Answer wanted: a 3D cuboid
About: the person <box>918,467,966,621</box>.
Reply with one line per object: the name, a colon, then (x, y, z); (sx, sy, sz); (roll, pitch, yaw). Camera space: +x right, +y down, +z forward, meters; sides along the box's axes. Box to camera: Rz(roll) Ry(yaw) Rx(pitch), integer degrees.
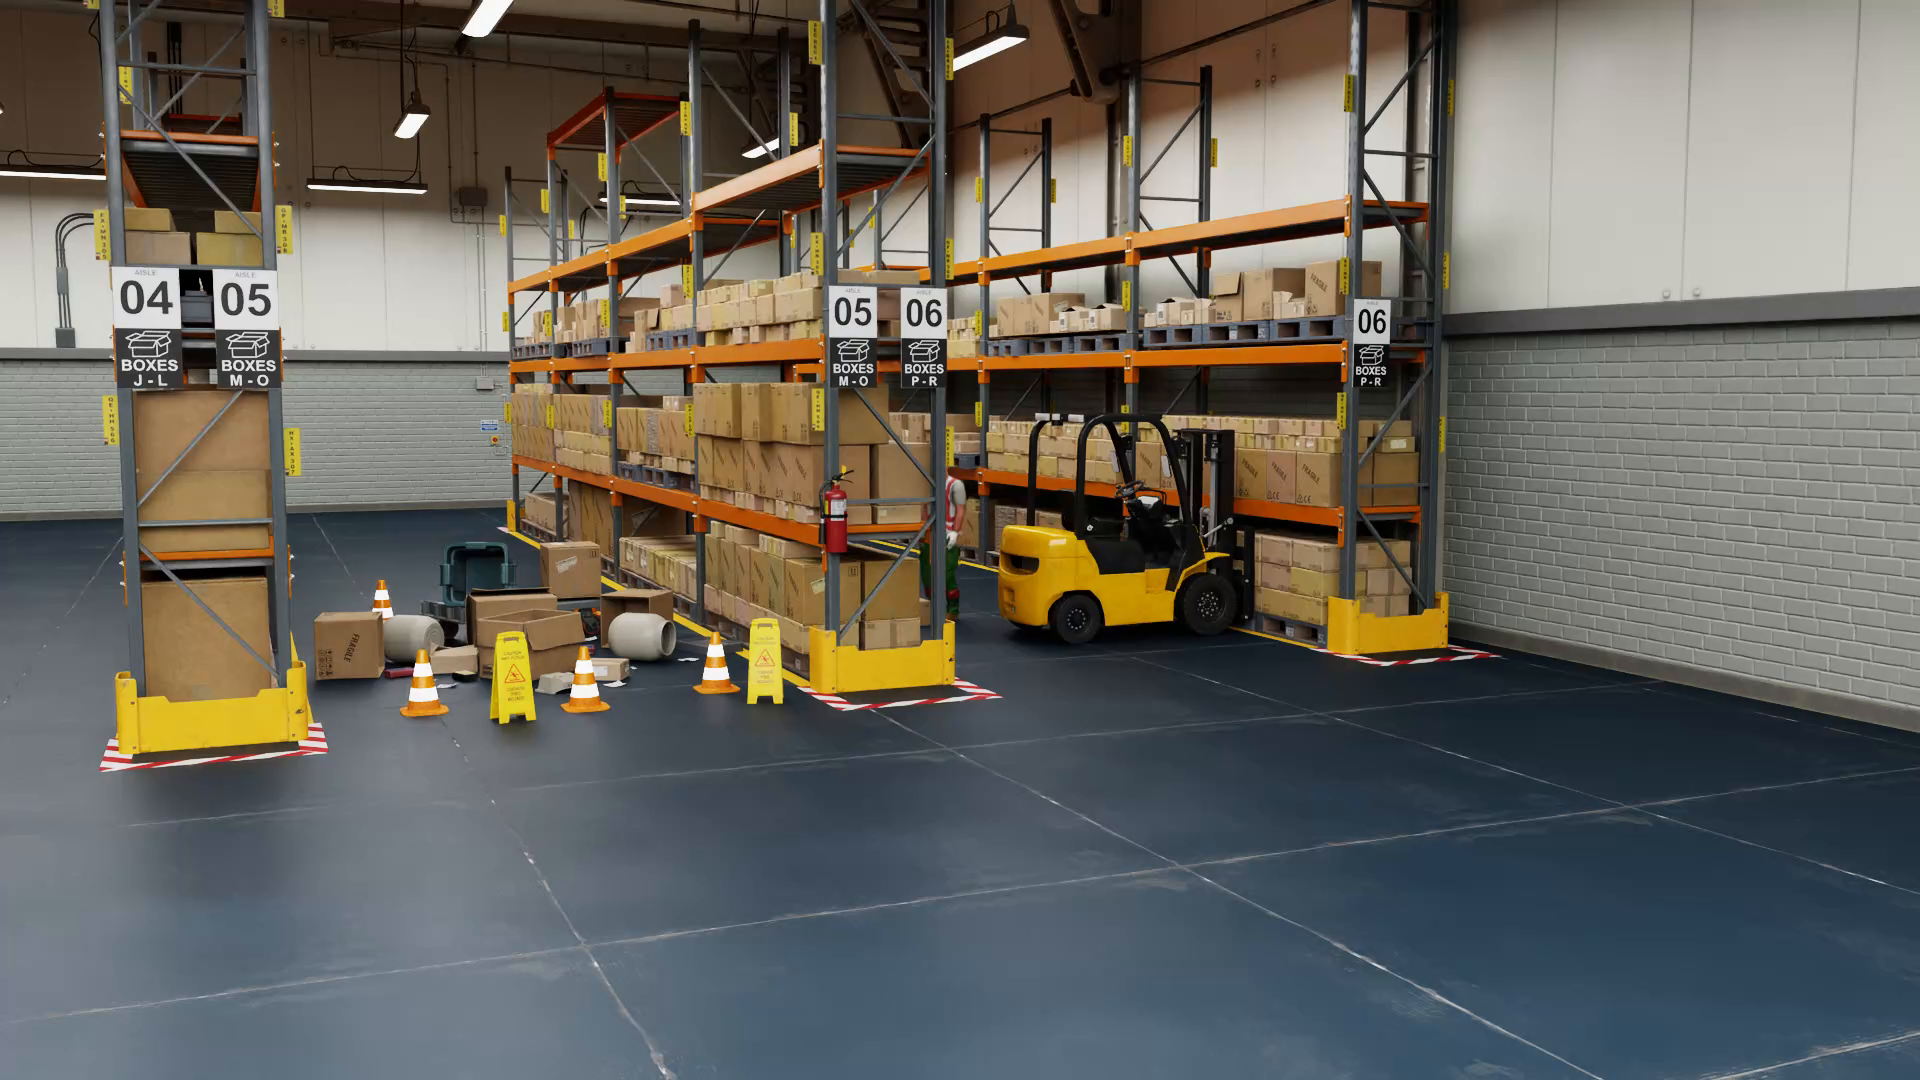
person: (-0.194, -0.030, 17.195); (0.544, 1.734, 0.459); (4, 7, 38)
